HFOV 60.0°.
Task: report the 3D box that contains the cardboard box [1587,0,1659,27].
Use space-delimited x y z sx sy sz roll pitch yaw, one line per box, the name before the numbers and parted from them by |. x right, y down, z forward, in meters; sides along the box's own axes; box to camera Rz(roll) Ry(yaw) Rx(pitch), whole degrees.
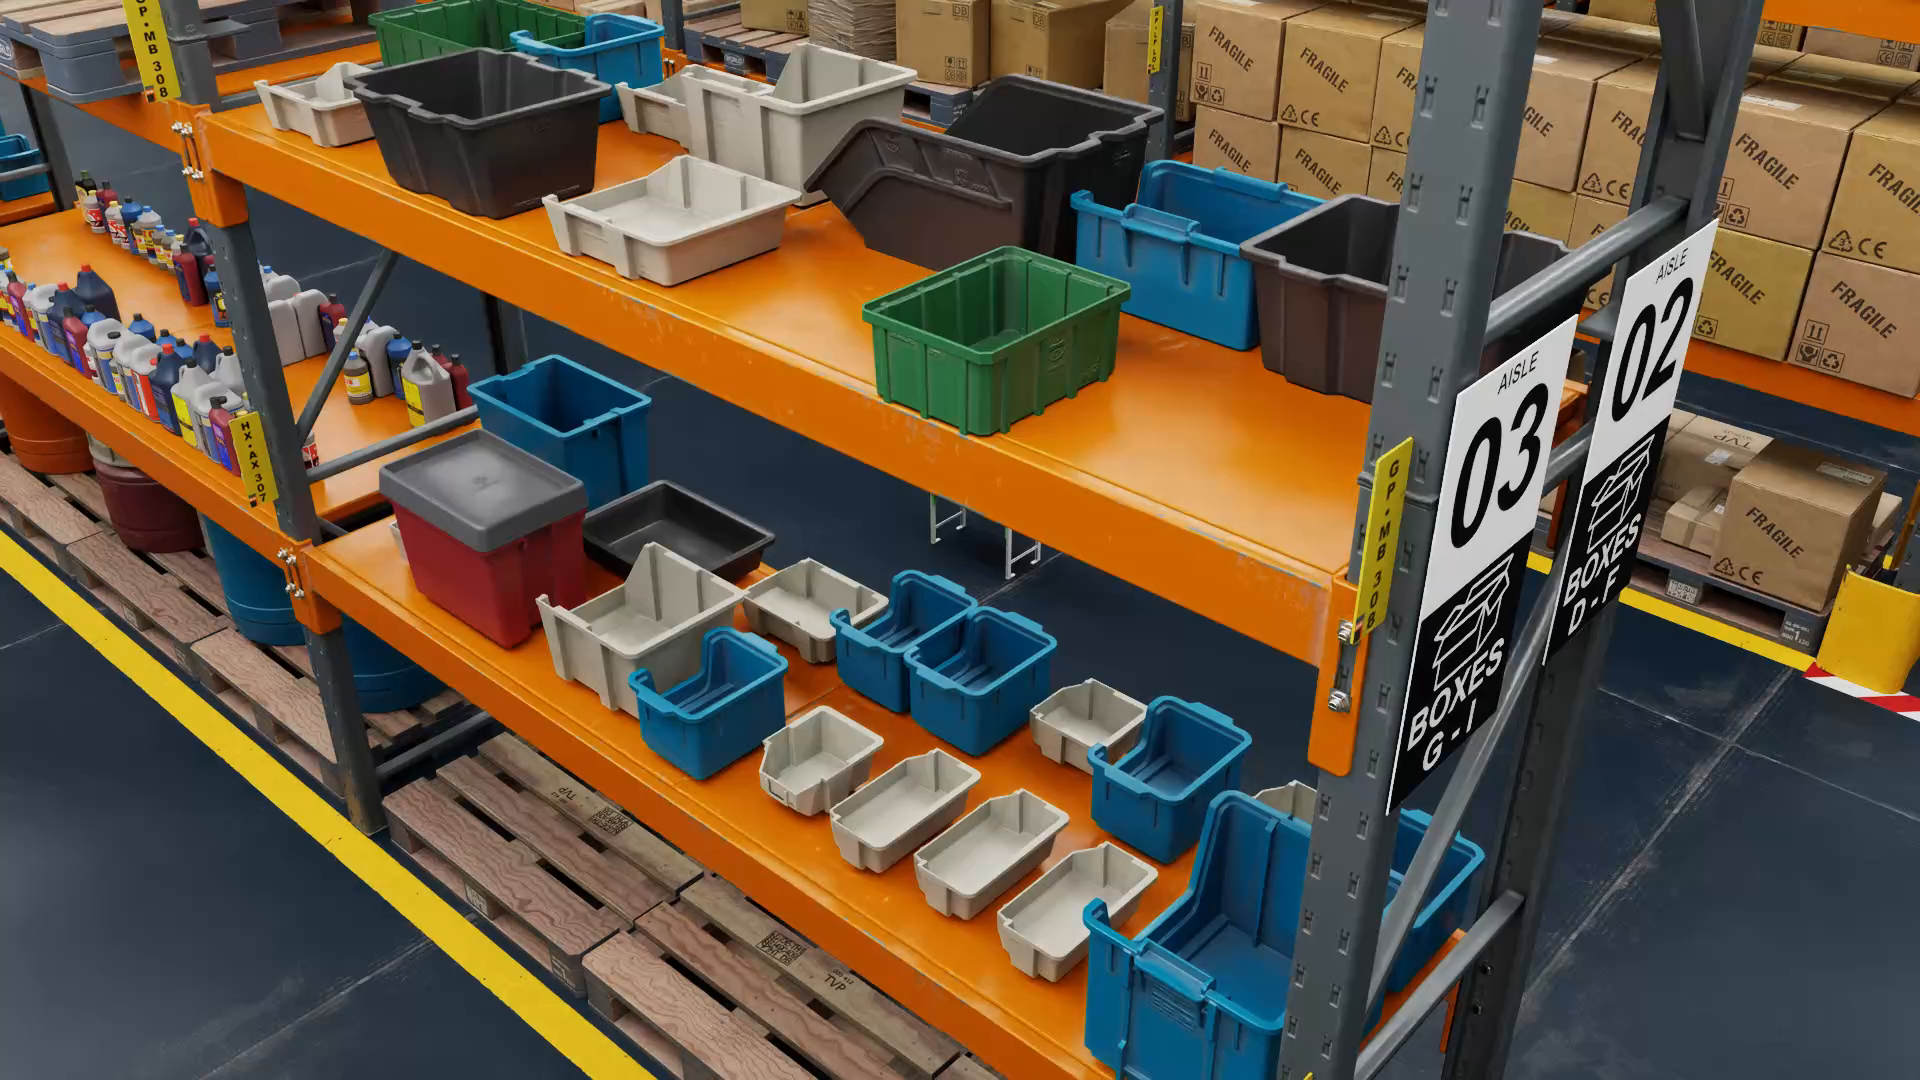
cardboard box | 5.071 -4.078 11.825 0.700 0.700 0.980 26 39 36

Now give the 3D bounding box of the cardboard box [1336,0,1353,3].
cardboard box | 1.907 -2.643 8.666 0.500 0.500 0.500 25 39 35

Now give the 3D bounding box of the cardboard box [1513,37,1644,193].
cardboard box | 2.666 -1.914 7.454 0.500 0.500 0.500 26 40 36

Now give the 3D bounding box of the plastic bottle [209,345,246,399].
plastic bottle | -2.773 -0.582 6.356 0.185 0.351 0.144 25 39 35

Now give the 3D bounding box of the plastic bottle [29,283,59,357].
plastic bottle | -3.802 -0.933 7.012 0.135 0.276 0.152 25 39 35

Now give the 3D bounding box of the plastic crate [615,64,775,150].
plastic crate | -0.770 -1.233 4.737 0.466 0.136 0.293 25 39 35

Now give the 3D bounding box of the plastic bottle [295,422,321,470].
plastic bottle | -2.408 -0.337 6.094 0.097 0.201 0.097 0 31 0

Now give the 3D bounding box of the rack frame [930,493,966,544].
rack frame | -0.058 -0.541 7.986 0.015 1.200 0.240 25 39 35

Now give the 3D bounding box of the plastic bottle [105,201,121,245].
plastic bottle | -4.104 -1.551 8.110 0.097 0.201 0.097 0 31 0

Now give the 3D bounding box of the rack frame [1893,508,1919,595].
rack frame | 4.324 -0.864 6.776 0.127 3.000 1.000 25 39 35

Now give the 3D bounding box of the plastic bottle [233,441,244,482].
plastic bottle | -2.582 -0.313 6.053 0.097 0.201 0.097 0 31 0

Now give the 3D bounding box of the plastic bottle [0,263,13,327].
plastic bottle | -4.150 -1.074 7.251 0.097 0.271 0.097 0 31 0

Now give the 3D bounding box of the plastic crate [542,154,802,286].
plastic crate | -0.701 -0.763 3.957 0.530 0.136 0.437 25 39 35

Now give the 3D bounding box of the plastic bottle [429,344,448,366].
plastic bottle | -2.053 -0.641 6.520 0.133 0.283 0.061 25 39 35

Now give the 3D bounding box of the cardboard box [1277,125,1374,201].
cardboard box | 1.935 -1.834 8.292 0.500 0.500 0.500 26 40 36

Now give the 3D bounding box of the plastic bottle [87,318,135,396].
plastic bottle | -3.394 -0.743 6.696 0.135 0.276 0.152 25 39 35

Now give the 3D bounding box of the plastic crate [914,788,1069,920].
plastic crate | 0.066 0.798 4.214 0.243 0.136 0.396 25 39 35

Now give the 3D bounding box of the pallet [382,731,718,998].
pallet | -1.397 1.079 6.253 1.213 0.211 1.003 25 39 35

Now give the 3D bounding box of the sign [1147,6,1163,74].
sign | 0.988 -2.531 8.423 0.005 0.325 0.100 25 39 35

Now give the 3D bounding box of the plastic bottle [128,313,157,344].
plastic bottle | -3.324 -0.795 6.787 0.097 0.271 0.097 0 31 0

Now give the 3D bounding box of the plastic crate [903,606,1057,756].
plastic crate | 0.059 0.408 4.768 0.300 0.233 0.416 25 39 35

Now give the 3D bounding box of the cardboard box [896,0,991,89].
cardboard box | 0.007 -3.059 9.918 0.500 0.500 0.700 15 34 23

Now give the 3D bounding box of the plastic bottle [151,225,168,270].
plastic bottle | -3.743 -1.382 7.830 0.097 0.201 0.097 0 31 0

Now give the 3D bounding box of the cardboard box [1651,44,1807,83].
cardboard box | 3.411 -1.942 7.502 0.500 0.500 0.500 26 39 36

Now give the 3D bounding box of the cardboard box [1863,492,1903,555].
cardboard box | 4.244 -0.107 7.857 0.250 0.149 0.380 25 39 35

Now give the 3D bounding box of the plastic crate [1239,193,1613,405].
plastic crate | 0.899 -0.440 3.290 0.590 0.269 0.497 25 39 35

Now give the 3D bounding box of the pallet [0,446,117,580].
pallet | -4.322 -0.288 8.524 1.213 0.211 1.003 25 39 35

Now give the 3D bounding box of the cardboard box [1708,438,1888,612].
cardboard box | 3.755 -0.075 7.464 0.500 0.500 0.500 25 39 35

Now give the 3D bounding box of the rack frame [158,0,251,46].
rack frame | -1.969 -2.925 4.384 0.127 3.000 1.000 25 39 35

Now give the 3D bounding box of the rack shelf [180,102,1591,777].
rack shelf | -0.486 -0.640 4.194 4.000 0.370 1.077 25 39 35

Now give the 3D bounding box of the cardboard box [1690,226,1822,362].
cardboard box | 3.422 -1.136 7.131 0.500 0.500 0.500 25 39 35

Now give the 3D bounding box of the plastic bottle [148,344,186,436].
plastic bottle | -3.007 -0.591 6.371 0.185 0.351 0.144 25 39 35

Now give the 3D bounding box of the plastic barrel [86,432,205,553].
plastic barrel | -3.723 -0.333 7.825 0.708 0.588 0.600 25 39 35

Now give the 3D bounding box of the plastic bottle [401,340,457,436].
plastic bottle | -2.042 -0.594 6.376 0.185 0.351 0.144 25 39 35

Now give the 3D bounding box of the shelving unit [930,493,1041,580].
shelving unit | 0.123 -0.457 7.845 0.503 1.200 0.258 25 39 35

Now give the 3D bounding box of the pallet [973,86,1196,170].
pallet | 0.839 -2.484 9.654 1.213 0.211 1.003 25 39 35

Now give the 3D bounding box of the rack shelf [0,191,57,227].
rack shelf | -6.417 -2.123 9.567 4.000 0.370 1.077 25 39 35

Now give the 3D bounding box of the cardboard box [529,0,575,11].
cardboard box | -2.863 -4.250 12.304 0.500 0.500 0.500 23 38 33

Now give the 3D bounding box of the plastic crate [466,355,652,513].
plastic crate | -1.394 -0.343 5.869 0.575 0.384 0.392 25 39 35

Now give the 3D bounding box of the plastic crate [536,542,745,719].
plastic crate | -0.960 0.269 4.952 0.530 0.282 0.437 25 39 35

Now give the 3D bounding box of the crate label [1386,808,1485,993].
crate label | 1.035 0.864 4.011 0.303 0.233 0.416 25 39 35

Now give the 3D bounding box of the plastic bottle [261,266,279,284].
plastic bottle | -2.982 -1.057 7.223 0.097 0.271 0.097 0 31 0

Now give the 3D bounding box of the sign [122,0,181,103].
sign | -2.339 -1.434 4.807 0.005 0.325 0.100 25 39 35

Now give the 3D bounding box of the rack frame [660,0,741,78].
rack frame | -1.608 -3.632 11.375 0.127 3.000 1.000 25 39 35

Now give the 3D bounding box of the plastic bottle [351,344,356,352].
plastic bottle | -2.467 -0.787 6.841 0.097 0.201 0.097 0 31 0

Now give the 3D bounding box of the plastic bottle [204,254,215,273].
plastic bottle | -3.306 -1.184 7.421 0.133 0.283 0.061 25 39 35
